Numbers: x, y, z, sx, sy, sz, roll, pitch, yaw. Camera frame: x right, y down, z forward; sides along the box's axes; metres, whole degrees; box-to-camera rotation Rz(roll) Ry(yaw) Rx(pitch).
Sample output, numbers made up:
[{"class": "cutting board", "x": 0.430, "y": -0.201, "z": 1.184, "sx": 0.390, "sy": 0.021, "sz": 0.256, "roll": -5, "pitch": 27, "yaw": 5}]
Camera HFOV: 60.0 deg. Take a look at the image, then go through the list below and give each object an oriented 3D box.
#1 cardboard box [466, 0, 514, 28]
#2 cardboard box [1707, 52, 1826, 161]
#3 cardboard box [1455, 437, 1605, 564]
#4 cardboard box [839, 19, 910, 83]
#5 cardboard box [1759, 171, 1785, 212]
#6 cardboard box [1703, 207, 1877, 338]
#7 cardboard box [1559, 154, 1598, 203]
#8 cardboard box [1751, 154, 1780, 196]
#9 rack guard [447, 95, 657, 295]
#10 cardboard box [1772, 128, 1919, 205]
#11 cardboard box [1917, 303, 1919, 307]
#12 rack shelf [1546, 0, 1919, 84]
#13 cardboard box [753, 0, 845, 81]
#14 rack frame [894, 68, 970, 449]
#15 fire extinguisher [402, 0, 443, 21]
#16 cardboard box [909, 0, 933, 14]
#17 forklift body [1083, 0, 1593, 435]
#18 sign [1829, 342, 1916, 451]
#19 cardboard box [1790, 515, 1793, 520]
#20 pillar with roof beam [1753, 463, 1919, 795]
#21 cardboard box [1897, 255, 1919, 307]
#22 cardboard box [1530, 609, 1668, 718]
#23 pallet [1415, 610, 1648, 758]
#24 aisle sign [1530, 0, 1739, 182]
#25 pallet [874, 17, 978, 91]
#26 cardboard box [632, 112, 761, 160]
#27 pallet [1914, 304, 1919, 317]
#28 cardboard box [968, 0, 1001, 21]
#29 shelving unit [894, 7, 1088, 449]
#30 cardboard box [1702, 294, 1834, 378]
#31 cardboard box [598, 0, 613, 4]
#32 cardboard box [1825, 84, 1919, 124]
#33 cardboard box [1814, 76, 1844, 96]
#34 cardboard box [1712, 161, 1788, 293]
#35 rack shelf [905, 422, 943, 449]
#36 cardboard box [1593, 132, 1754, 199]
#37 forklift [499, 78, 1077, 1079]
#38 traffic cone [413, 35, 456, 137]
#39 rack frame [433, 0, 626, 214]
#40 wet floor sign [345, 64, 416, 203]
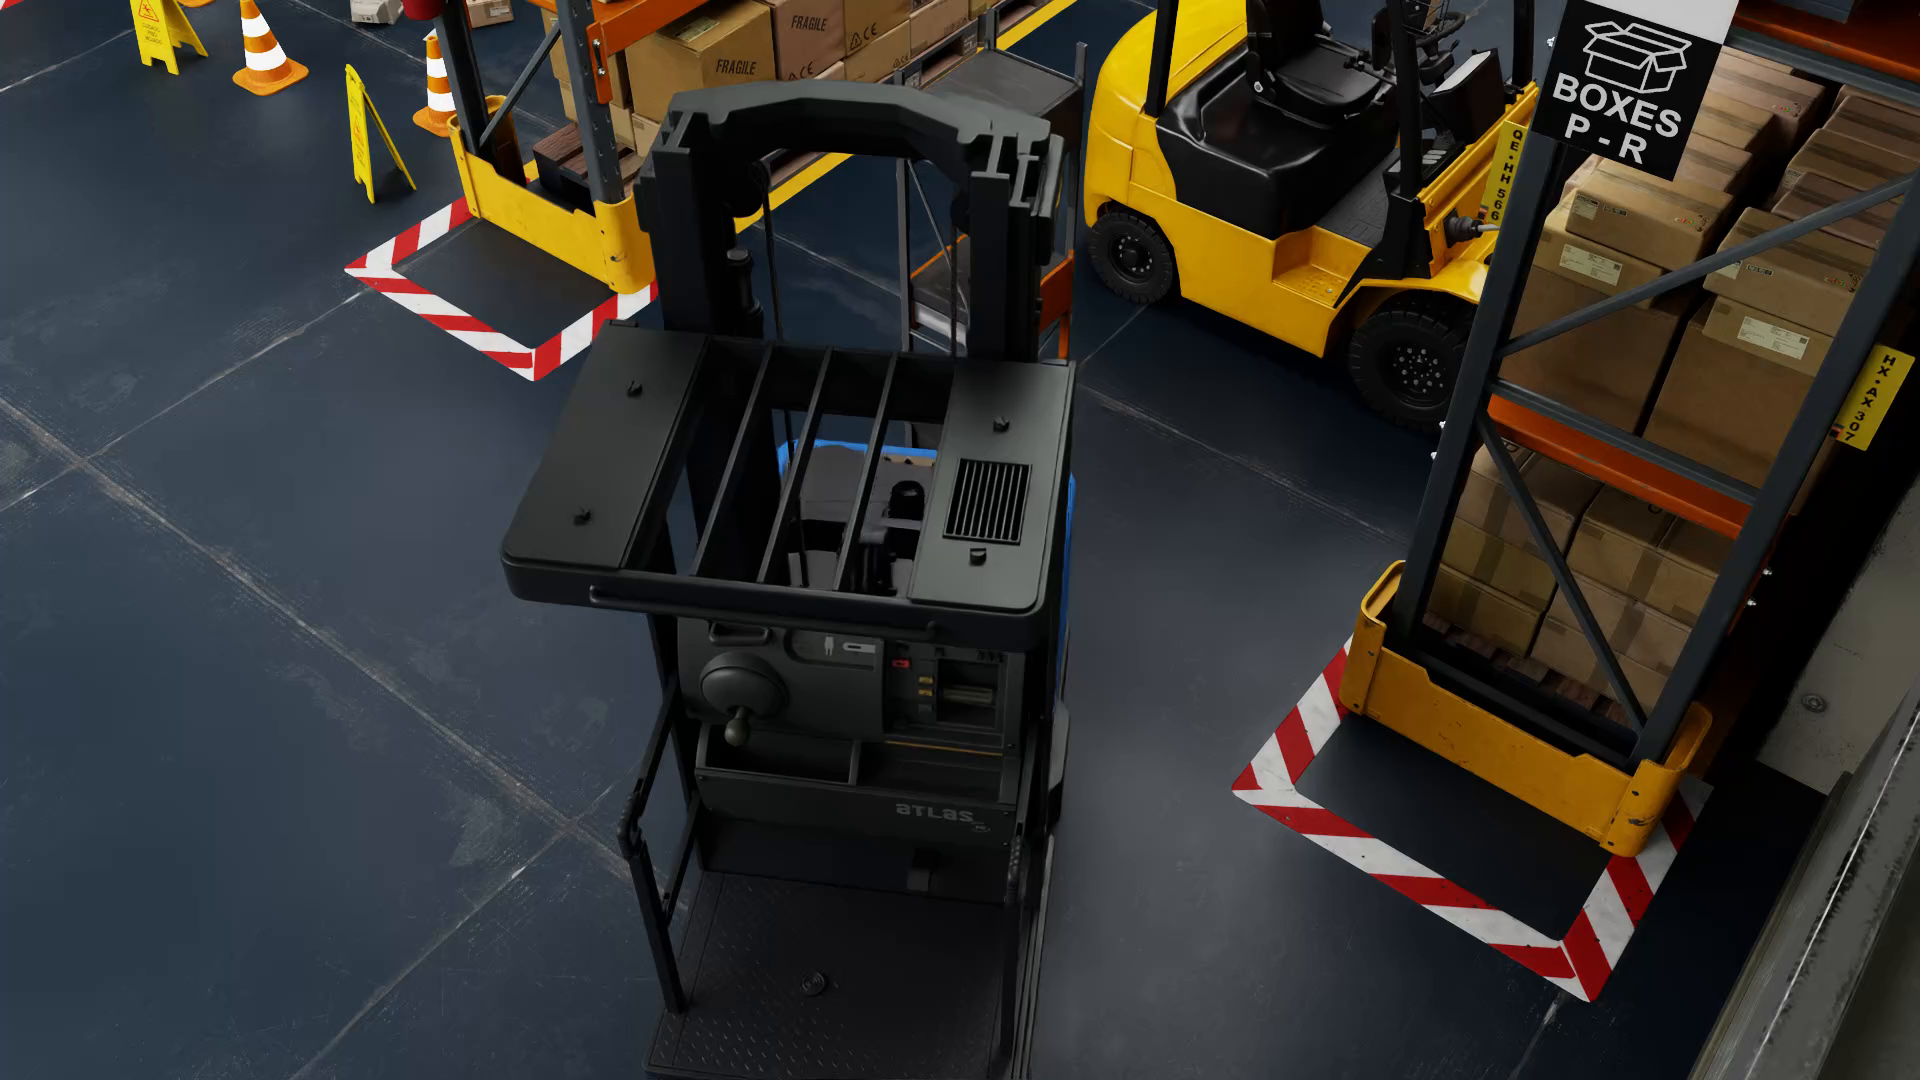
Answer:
[{"class": "cardboard box", "x": -2.764, "y": -3.147, "z": 9.654, "sx": 0.250, "sy": 0.149, "sz": 0.380, "roll": -17, "pitch": 49, "yaw": -15}, {"class": "cardboard box", "x": 2.492, "y": -1.383, "z": 5.273, "sx": 0.380, "sy": 0.149, "sz": 0.250, "roll": 30, "pitch": 53, "yaw": 25}, {"class": "cardboard box", "x": 1.998, "y": -0.239, "z": 5.824, "sx": 0.500, "sy": 0.250, "sz": 0.500, "roll": 31, "pitch": 54, "yaw": 26}, {"class": "cardboard box", "x": -0.613, "y": -2.631, "z": 8.800, "sx": 0.500, "sy": 0.250, "sz": 0.500, "roll": 33, "pitch": 54, "yaw": 27}, {"class": "cardboard box", "x": 2.637, "y": -0.947, "z": 5.062, "sx": 0.380, "sy": 0.149, "sz": 0.250, "roll": 28, "pitch": 53, "yaw": 24}, {"class": "cardboard box", "x": 2.338, "y": -0.756, "z": 4.675, "sx": 0.380, "sy": 0.149, "sz": 0.250, "roll": 28, "pitch": 53, "yaw": 24}, {"class": "cardboard box", "x": 2.086, "y": -1.037, "z": 5.149, "sx": 0.380, "sy": 0.149, "sz": 0.250, "roll": 30, "pitch": 53, "yaw": 26}, {"class": "cardboard box", "x": 2.454, "y": -1.296, "z": 5.395, "sx": 0.380, "sy": 0.149, "sz": 0.250, "roll": 29, "pitch": 53, "yaw": 25}, {"class": "rack guard", "x": -1.920, "y": -1.669, "z": 7.999, "sx": 1.175, "sy": 0.500, "sz": 0.348, "roll": 29, "pitch": 53, "yaw": 25}, {"class": "cardboard box", "x": 2.675, "y": -1.048, "z": 4.954, "sx": 0.380, "sy": 0.149, "sz": 0.250, "roll": 30, "pitch": 53, "yaw": 26}, {"class": "cardboard box", "x": 3.974, "y": -1.282, "z": 7.166, "sx": 0.500, "sy": 0.250, "sz": 0.500, "roll": 30, "pitch": 53, "yaw": 26}, {"class": "rack shelf", "x": 3.186, "y": -2.229, "z": 5.228, "sx": 1.077, "sy": 0.370, "sz": 4.000, "roll": 29, "pitch": 53, "yaw": 25}, {"class": "cardboard box", "x": -0.924, "y": -2.598, "z": 8.250, "sx": 0.500, "sy": 0.500, "sz": 0.500, "roll": 27, "pitch": 52, "yaw": 24}, {"class": "rack frame", "x": -0.048, "y": -0.680, "z": 5.948, "sx": 0.400, "sy": 2.100, "sz": 0.015, "roll": 29, "pitch": 53, "yaw": 25}, {"class": "fire extinguisher", "x": -2.401, "y": -2.601, "z": 7.214, "sx": 0.296, "sy": 0.674, "sz": 0.183, "roll": 29, "pitch": 53, "yaw": 25}, {"class": "cardboard box", "x": -0.291, "y": -3.191, "z": 8.816, "sx": 0.500, "sy": 0.500, "sz": 0.500, "roll": 32, "pitch": 54, "yaw": 27}, {"class": "forklift body", "x": 1.679, "y": -1.896, "z": 7.073, "sx": 2.313, "sy": 2.155, "sz": 1.214, "roll": 29, "pitch": 53, "yaw": 25}, {"class": "sign", "x": 2.399, "y": -0.375, "z": 4.380, "sx": 0.100, "sy": 0.325, "sz": 0.005, "roll": 29, "pitch": 53, "yaw": 25}, {"class": "cardboard box", "x": 3.050, "y": -0.259, "z": 6.534, "sx": 0.500, "sy": 0.250, "sz": 0.500, "roll": 29, "pitch": 53, "yaw": 25}, {"class": "pillar with roof beam", "x": -0.304, "y": -4.273, "z": 4.608, "sx": 9.100, "sy": 9.000, "sz": 0.400, "roll": 29, "pitch": 53, "yaw": 25}, {"class": "cardboard box", "x": 2.787, "y": -0.800, "z": 5.371, "sx": 0.500, "sy": 0.500, "sz": 0.500, "roll": 31, "pitch": 54, "yaw": 26}, {"class": "cardboard box", "x": 2.418, "y": 0.313, "z": 5.988, "sx": 0.500, "sy": 0.250, "sz": 0.500, "roll": 29, "pitch": 53, "yaw": 25}, {"class": "pallet", "x": 2.398, "y": 0.210, "z": 6.403, "sx": 1.003, "sy": 0.211, "sz": 1.213, "roll": 29, "pitch": 53, "yaw": 25}, {"class": "aisle sign", "x": 1.691, "y": -1.287, "z": 4.108, "sx": 0.394, "sy": 0.787, "sz": 0.004, "roll": 29, "pitch": 53, "yaw": 25}, {"class": "pallet", "x": -0.649, "y": -2.714, "z": 9.197, "sx": 1.003, "sy": 0.211, "sz": 1.213, "roll": 29, "pitch": 53, "yaw": 25}, {"class": "cardboard box", "x": -1.255, "y": -2.024, "z": 8.220, "sx": 0.500, "sy": 0.250, "sz": 0.500, "roll": 29, "pitch": 53, "yaw": 25}, {"class": "pallet", "x": 3.890, "y": -1.186, "z": 7.737, "sx": 1.003, "sy": 0.211, "sz": 1.213, "roll": 29, "pitch": 53, "yaw": 25}, {"class": "cardboard box", "x": 0.012, "y": -3.207, "z": 9.350, "sx": 0.500, "sy": 0.250, "sz": 0.500, "roll": 28, "pitch": 52, "yaw": 24}, {"class": "shelving unit", "x": 0.101, "y": -0.820, "z": 6.081, "sx": 0.431, "sy": 2.100, "sz": 0.503, "roll": 29, "pitch": 53, "yaw": 25}, {"class": "cardboard box", "x": 2.376, "y": -0.635, "z": 4.765, "sx": 0.380, "sy": 0.149, "sz": 0.250, "roll": 28, "pitch": 52, "yaw": 24}, {"class": "cardboard box", "x": -1.595, "y": -2.505, "z": 7.243, "sx": 0.380, "sy": 0.149, "sz": 0.250, "roll": 29, "pitch": 53, "yaw": 25}, {"class": "cardboard box", "x": 2.979, "y": -1.345, "z": 5.237, "sx": 0.380, "sy": 0.149, "sz": 0.250, "roll": 31, "pitch": 54, "yaw": 26}, {"class": "cardboard box", "x": 2.943, "y": -1.726, "z": 5.806, "sx": 0.380, "sy": 0.149, "sz": 0.250, "roll": 29, "pitch": 53, "yaw": 25}, {"class": "cardboard box", "x": 2.381, "y": -1.022, "z": 5.583, "sx": 0.500, "sy": 0.500, "sz": 0.500, "roll": 31, "pitch": 54, "yaw": 26}, {"class": "rack shelf", "x": 0.101, "y": -0.327, "z": 6.597, "sx": 0.431, "sy": 0.518, "sz": 0.480, "roll": 29, "pitch": 53, "yaw": 25}, {"class": "cardboard box", "x": 2.142, "y": -1.111, "z": 5.014, "sx": 0.380, "sy": 0.149, "sz": 0.250, "roll": 29, "pitch": 53, "yaw": 25}, {"class": "forklift", "x": -0.318, "y": 0.476, "z": 4.268, "sx": 1.130, "sy": 2.935, "sz": 3.031, "roll": 6, "pitch": 47, "yaw": 5}, {"class": "traffic cone", "x": -2.725, "y": -2.429, "z": 8.751, "sx": 0.336, "sy": 0.463, "sz": 0.334, "roll": 29, "pitch": 53, "yaw": 25}, {"class": "rack frame", "x": -1.967, "y": -2.489, "z": 7.054, "sx": 1.000, "sy": 3.000, "sz": 0.127, "roll": 29, "pitch": 53, "yaw": 25}, {"class": "wet floor sign", "x": -2.930, "y": -2.041, "z": 8.253, "sx": 0.232, "sy": 0.644, "sz": 0.267, "roll": -25, "pitch": 51, "yaw": -22}]
